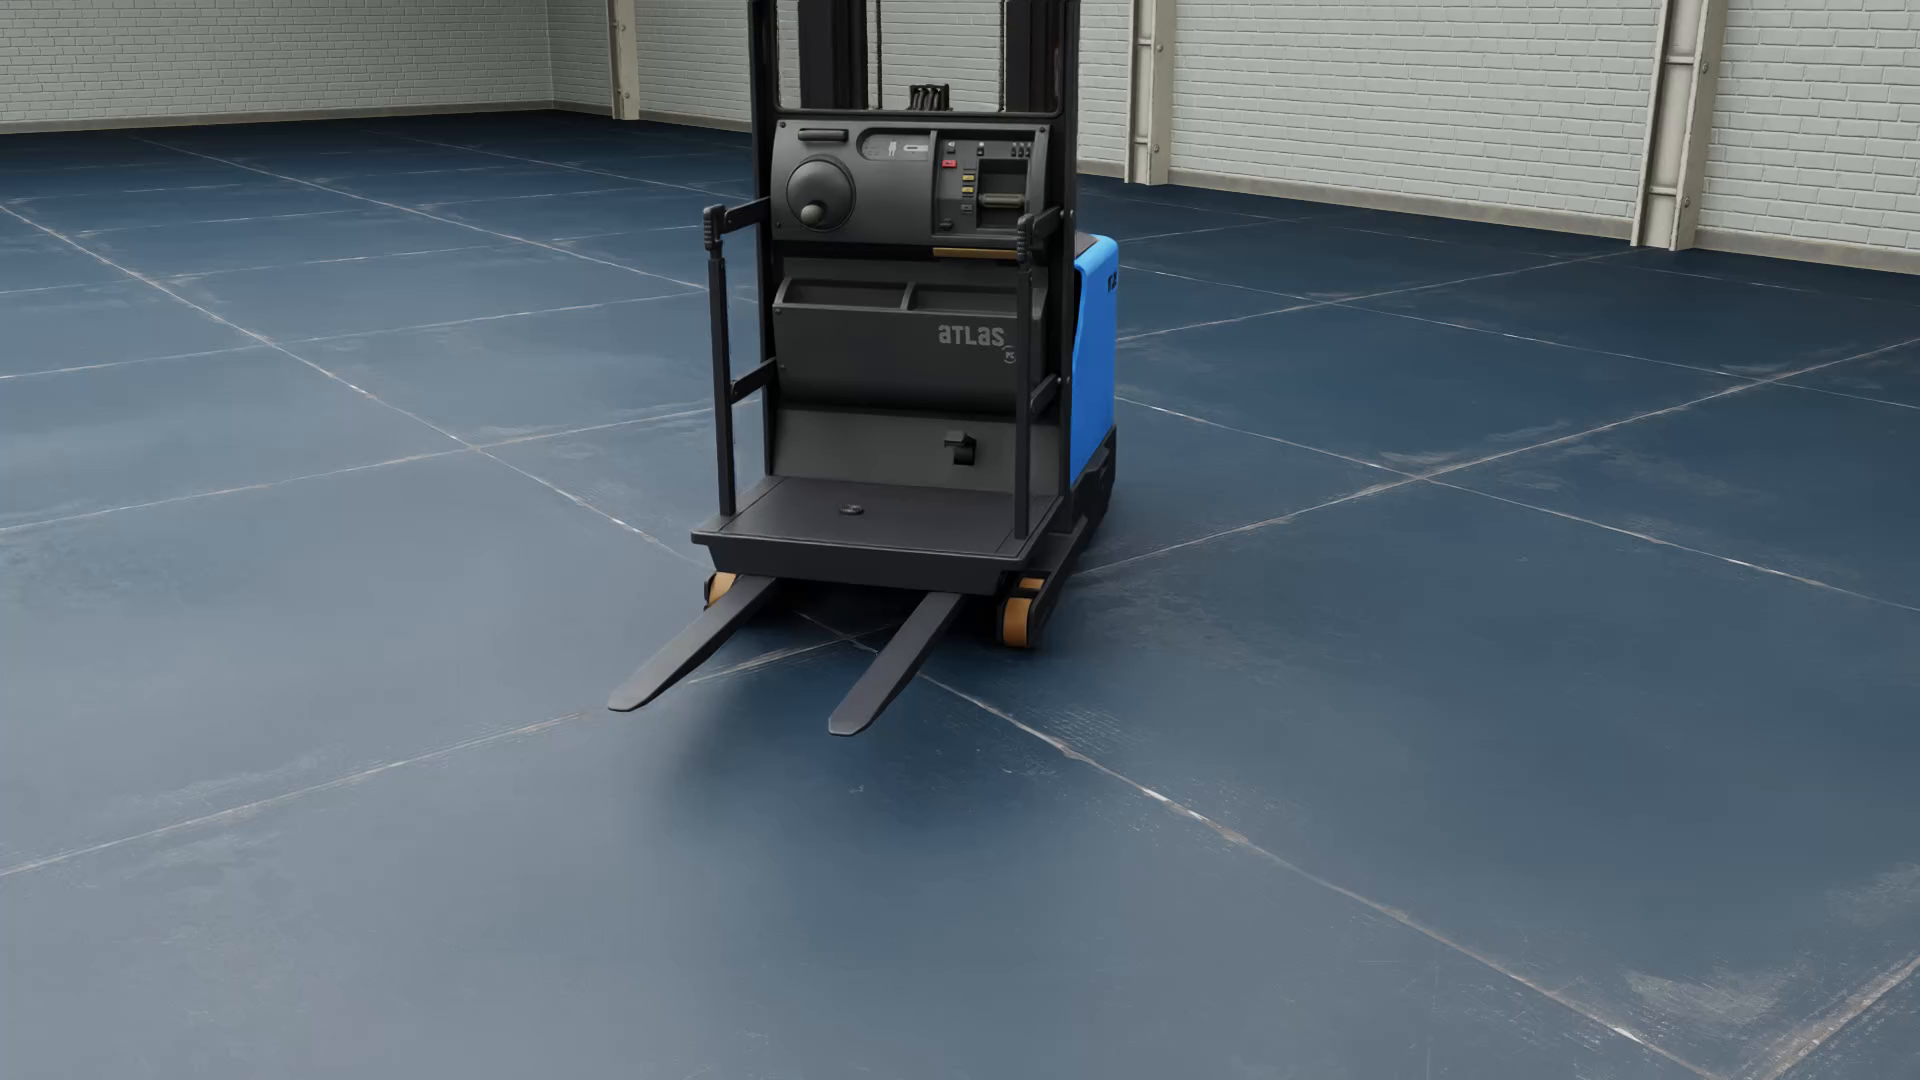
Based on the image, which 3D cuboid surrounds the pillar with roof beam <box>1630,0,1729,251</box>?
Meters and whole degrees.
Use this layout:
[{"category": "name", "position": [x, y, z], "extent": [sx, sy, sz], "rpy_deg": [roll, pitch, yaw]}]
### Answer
[{"category": "pillar with roof beam", "position": [2.384, -5.840, 9.684], "extent": [9.100, 9.000, 0.400], "rpy_deg": [-14, 23, -36]}]

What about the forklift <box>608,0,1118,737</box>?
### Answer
[{"category": "forklift", "position": [-0.220, -1.177, 5.254], "extent": [1.130, 2.935, 3.031], "rpy_deg": [5, 19, 14]}]

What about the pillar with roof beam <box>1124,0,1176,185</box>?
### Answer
[{"category": "pillar with roof beam", "position": [-1.341, -7.319, 14.149], "extent": [9.100, 9.000, 0.400], "rpy_deg": [-14, 23, -36]}]

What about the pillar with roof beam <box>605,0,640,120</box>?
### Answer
[{"category": "pillar with roof beam", "position": [-8.792, -10.275, 23.079], "extent": [9.100, 9.000, 0.400], "rpy_deg": [-14, 23, -36]}]
